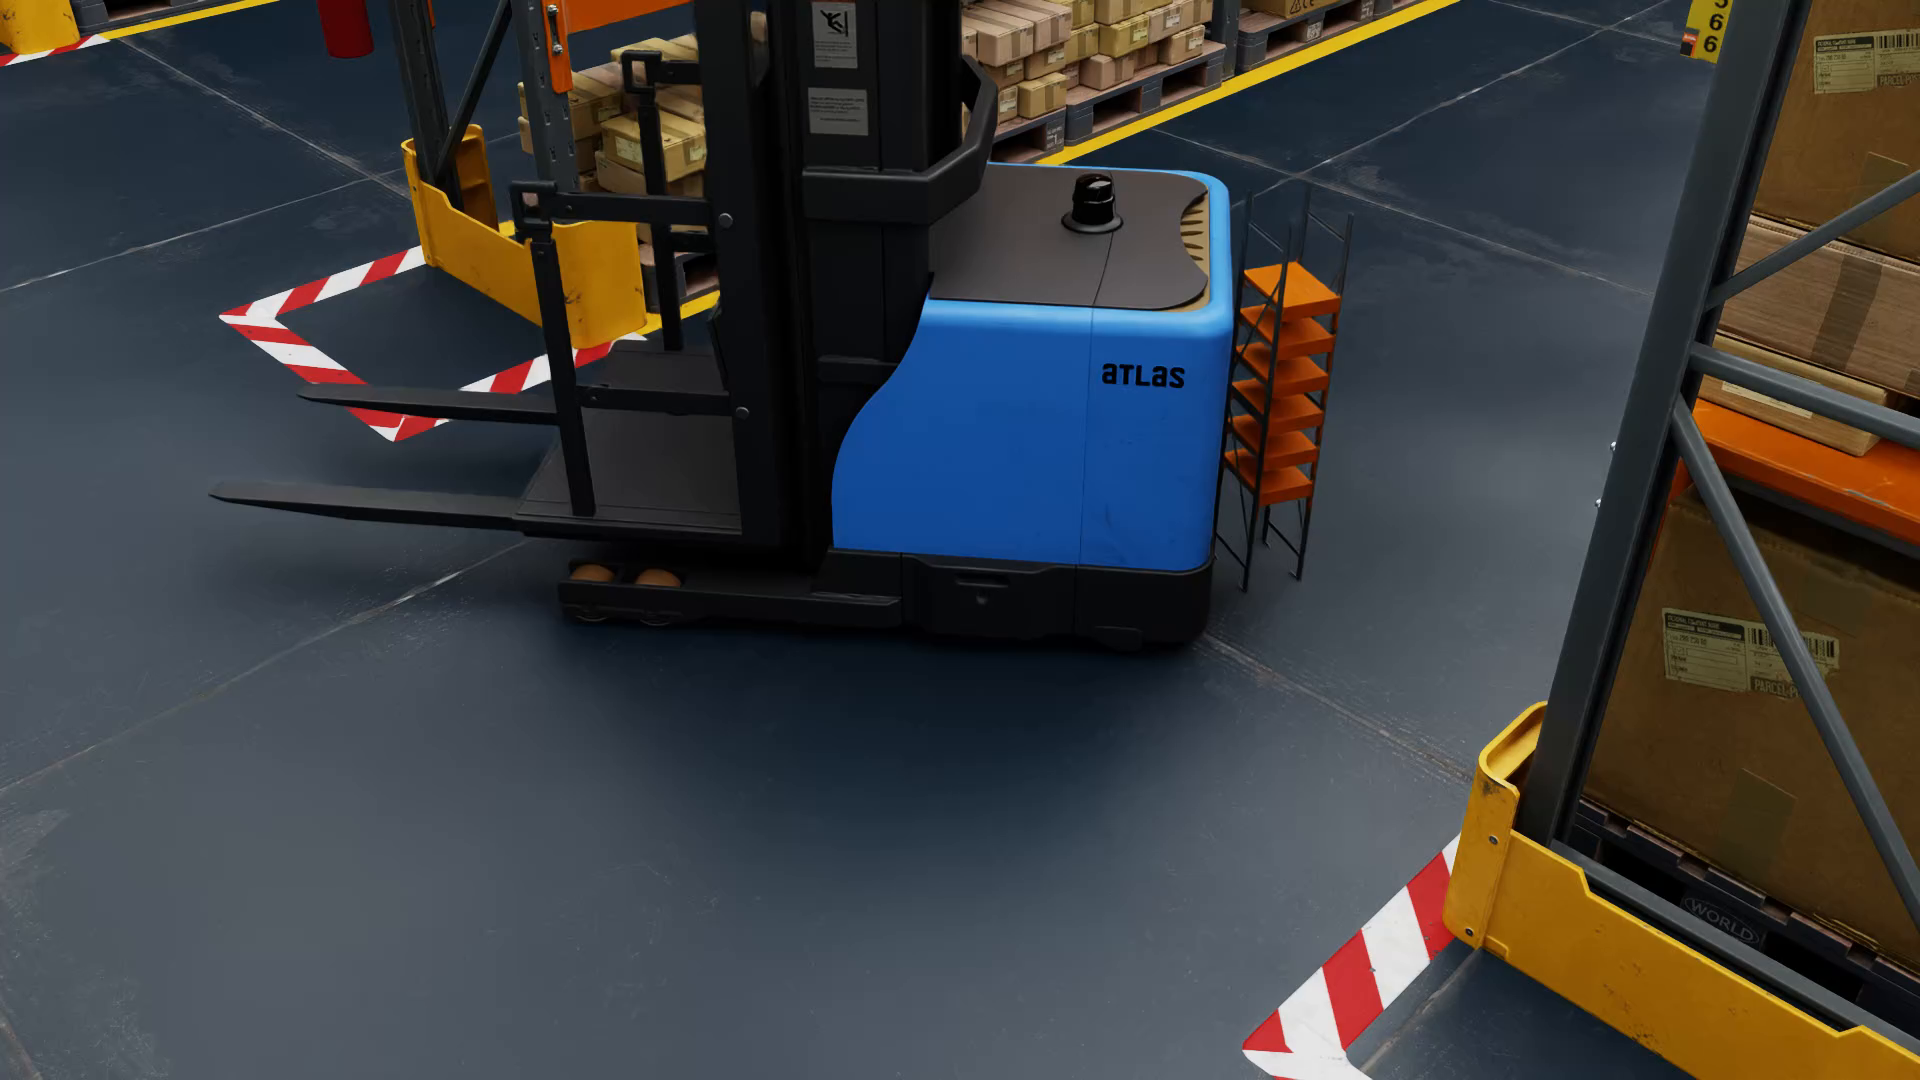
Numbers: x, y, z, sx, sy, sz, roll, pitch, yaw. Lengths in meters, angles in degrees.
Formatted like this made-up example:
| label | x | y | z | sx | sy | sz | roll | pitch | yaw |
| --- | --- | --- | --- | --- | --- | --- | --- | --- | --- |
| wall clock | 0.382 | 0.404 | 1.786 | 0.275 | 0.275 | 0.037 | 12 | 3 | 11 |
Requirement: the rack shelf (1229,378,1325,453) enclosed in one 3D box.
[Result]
| label | x | y | z | sx | sy | sz | roll | pitch | yaw |
| --- | --- | --- | --- | --- | --- | --- | --- | --- | --- |
| rack shelf | 0.909 | -0.374 | 4.815 | 0.180 | 0.103 | 0.258 | -12 | 37 | -16 |

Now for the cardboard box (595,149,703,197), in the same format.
| label | x | y | z | sx | sy | sz | roll | pitch | yaw |
| --- | --- | --- | --- | --- | --- | --- | --- | --- | --- |
| cardboard box | -1.226 | -1.443 | 6.561 | 0.250 | 0.149 | 0.380 | -28 | 44 | -34 |

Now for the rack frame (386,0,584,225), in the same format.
| label | x | y | z | sx | sy | sz | roll | pitch | yaw |
| --- | --- | --- | --- | --- | --- | --- | --- | --- | --- |
| rack frame | -1.777 | -2.208 | 5.794 | 1.000 | 3.000 | 0.127 | 30 | 45 | 35 |

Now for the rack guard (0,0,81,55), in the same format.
| label | x | y | z | sx | sy | sz | roll | pitch | yaw |
| --- | --- | --- | --- | --- | --- | --- | --- | --- | --- |
| rack guard | -5.378 | -3.127 | 9.297 | 1.175 | 0.500 | 0.348 | 30 | 45 | 35 |

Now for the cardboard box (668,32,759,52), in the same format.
| label | x | y | z | sx | sy | sz | roll | pitch | yaw |
| --- | --- | --- | --- | --- | --- | --- | --- | --- | --- |
| cardboard box | -1.046 | -2.087 | 7.226 | 0.380 | 0.149 | 0.250 | 28 | 43 | 34 |

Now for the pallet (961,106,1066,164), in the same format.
| label | x | y | z | sx | sy | sz | roll | pitch | yaw |
| --- | --- | --- | --- | --- | --- | --- | --- | --- | --- |
| pallet | -0.267 | -1.904 | 7.795 | 1.003 | 0.211 | 1.213 | 30 | 45 | 35 |

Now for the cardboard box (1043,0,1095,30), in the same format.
| label | x | y | z | sx | sy | sz | roll | pitch | yaw |
| --- | --- | --- | --- | --- | --- | --- | --- | --- | --- |
| cardboard box | 0.415 | -2.532 | 7.864 | 0.250 | 0.149 | 0.380 | -28 | 44 | -34 |

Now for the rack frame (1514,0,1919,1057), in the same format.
| label | x | y | z | sx | sy | sz | roll | pitch | yaw |
| --- | --- | --- | --- | --- | --- | --- | --- | --- | --- |
| rack frame | 1.672 | -0.168 | 2.869 | 1.000 | 3.000 | 0.127 | 30 | 45 | 35 |

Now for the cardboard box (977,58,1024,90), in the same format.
| label | x | y | z | sx | sy | sz | roll | pitch | yaw |
| --- | --- | --- | --- | --- | --- | --- | --- | --- | --- |
| cardboard box | 0.072 | -2.196 | 7.642 | 0.380 | 0.149 | 0.250 | 27 | 43 | 33 |

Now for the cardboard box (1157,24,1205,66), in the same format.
| label | x | y | z | sx | sy | sz | roll | pitch | yaw |
| --- | --- | --- | --- | --- | --- | --- | --- | --- | --- |
| cardboard box | 1.007 | -2.539 | 8.393 | 0.250 | 0.149 | 0.380 | -29 | 44 | -35 |

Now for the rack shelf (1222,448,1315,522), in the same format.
| label | x | y | z | sx | sy | sz | roll | pitch | yaw |
| --- | --- | --- | --- | --- | --- | --- | --- | --- | --- |
| rack shelf | 0.909 | -0.177 | 4.952 | 0.180 | 0.103 | 0.258 | -12 | 37 | -16 |

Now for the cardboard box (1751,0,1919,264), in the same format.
| label | x | y | z | sx | sy | sz | roll | pitch | yaw |
| --- | --- | --- | --- | --- | --- | --- | --- | --- | --- |
| cardboard box | 1.828 | -0.840 | 3.048 | 0.500 | 0.500 | 0.500 | -29 | 44 | -35 |

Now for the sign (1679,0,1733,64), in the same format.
| label | x | y | z | sx | sy | sz | roll | pitch | yaw |
| --- | --- | --- | --- | --- | --- | --- | --- | --- | --- |
| sign | 1.296 | -0.965 | 2.792 | 0.100 | 0.325 | 0.005 | 30 | 45 | 35 |

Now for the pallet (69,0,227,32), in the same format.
| label | x | y | z | sx | sy | sz | roll | pitch | yaw |
| --- | --- | --- | --- | --- | --- | --- | --- | --- | --- |
| pallet | -4.853 | -3.375 | 9.905 | 1.003 | 0.211 | 1.213 | 30 | 45 | 35 |

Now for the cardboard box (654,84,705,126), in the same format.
| label | x | y | z | sx | sy | sz | roll | pitch | yaw |
| --- | --- | --- | --- | --- | --- | --- | --- | --- | --- |
| cardboard box | -1.058 | -1.692 | 6.658 | 0.250 | 0.149 | 0.380 | -29 | 44 | -35 |

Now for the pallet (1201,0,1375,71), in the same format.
| label | x | y | z | sx | sy | sz | roll | pitch | yaw |
| --- | --- | --- | --- | --- | --- | --- | --- | --- | --- |
| pallet | 1.589 | -3.005 | 9.374 | 1.003 | 0.211 | 1.213 | 30 | 45 | 35 |

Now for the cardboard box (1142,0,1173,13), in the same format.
| label | x | y | z | sx | sy | sz | roll | pitch | yaw |
| --- | --- | --- | --- | --- | --- | --- | --- | --- | --- |
| cardboard box | 0.823 | -2.710 | 8.119 | 0.250 | 0.149 | 0.380 | -29 | 44 | -35 |

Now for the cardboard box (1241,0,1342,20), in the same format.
| label | x | y | z | sx | sy | sz | roll | pitch | yaw |
| --- | --- | --- | --- | --- | --- | --- | --- | --- | --- |
| cardboard box | 1.750 | -3.172 | 8.995 | 0.500 | 0.500 | 0.500 | -28 | 44 | -34 |

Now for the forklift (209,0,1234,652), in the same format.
| label | x | y | z | sx | sy | sz | roll | pitch | yaw |
| --- | --- | --- | --- | --- | --- | --- | --- | --- | --- |
| forklift | -0.745 | -1.245 | 4.473 | 3.031 | 2.935 | 1.130 | 4 | 35 | 6 |

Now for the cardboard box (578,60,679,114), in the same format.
| label | x | y | z | sx | sy | sz | roll | pitch | yaw |
| --- | --- | --- | --- | --- | --- | --- | --- | --- | --- |
| cardboard box | -1.366 | -1.851 | 6.887 | 0.250 | 0.149 | 0.380 | -29 | 44 | -35 |

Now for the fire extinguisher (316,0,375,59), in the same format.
| label | x | y | z | sx | sy | sz | roll | pitch | yaw |
| --- | --- | --- | --- | --- | --- | --- | --- | --- | --- |
| fire extinguisher | -2.282 | -2.108 | 6.043 | 0.296 | 0.674 | 0.183 | 30 | 45 | 35 |

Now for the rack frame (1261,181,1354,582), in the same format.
| label | x | y | z | sx | sy | sz | roll | pitch | yaw |
| --- | --- | --- | --- | --- | --- | --- | --- | --- | --- |
| rack frame | 0.995 | -0.428 | 4.815 | 0.006 | 1.200 | 0.240 | -12 | 37 | -16 |

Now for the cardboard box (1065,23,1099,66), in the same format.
| label | x | y | z | sx | sy | sz | roll | pitch | yaw |
| --- | --- | --- | --- | --- | --- | --- | --- | --- | --- |
| cardboard box | 0.441 | -2.408 | 7.946 | 0.250 | 0.149 | 0.380 | -29 | 44 | -35 |

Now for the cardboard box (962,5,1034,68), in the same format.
| label | x | y | z | sx | sy | sz | roll | pitch | yaw |
| --- | --- | --- | --- | --- | --- | --- | --- | --- | --- |
| cardboard box | 0.108 | -2.271 | 7.489 | 0.380 | 0.149 | 0.250 | 28 | 44 | 34 |

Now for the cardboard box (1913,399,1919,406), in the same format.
| label | x | y | z | sx | sy | sz | roll | pitch | yaw |
| --- | --- | --- | --- | --- | --- | --- | --- | --- | --- |
| cardboard box | 1.871 | -0.449 | 3.491 | 0.250 | 0.149 | 0.380 | -29 | 44 | -35 |

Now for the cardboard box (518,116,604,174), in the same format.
| label | x | y | z | sx | sy | sz | roll | pitch | yaw |
| --- | --- | --- | --- | --- | --- | --- | --- | --- | --- |
| cardboard box | -1.608 | -1.663 | 6.877 | 0.380 | 0.149 | 0.250 | 28 | 44 | 34 |

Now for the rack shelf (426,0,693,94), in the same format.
| label | x | y | z | sx | sy | sz | roll | pitch | yaw |
| --- | --- | --- | --- | --- | --- | --- | --- | --- | --- |
| rack shelf | -0.368 | -2.725 | 7.164 | 1.077 | 0.370 | 4.000 | 30 | 45 | 35 |

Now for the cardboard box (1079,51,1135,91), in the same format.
| label | x | y | z | sx | sy | sz | roll | pitch | yaw |
| --- | --- | --- | --- | --- | --- | --- | --- | --- | --- |
| cardboard box | 0.624 | -2.334 | 8.099 | 0.380 | 0.149 | 0.250 | 28 | 44 | 34 |

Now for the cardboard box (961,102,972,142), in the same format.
| label | x | y | z | sx | sy | sz | roll | pitch | yaw |
| --- | --- | --- | --- | --- | --- | --- | --- | --- | --- |
| cardboard box | -0.100 | -1.928 | 7.518 | 0.380 | 0.149 | 0.250 | 30 | 45 | 35 |

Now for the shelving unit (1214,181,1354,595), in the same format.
| label | x | y | z | sx | sy | sz | roll | pitch | yaw |
| --- | --- | --- | --- | --- | --- | --- | --- | --- | --- |
| shelving unit | 0.909 | -0.411 | 4.790 | 0.189 | 1.200 | 0.258 | -12 | 37 | -16 |

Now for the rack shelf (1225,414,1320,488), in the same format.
| label | x | y | z | sx | sy | sz | roll | pitch | yaw |
| --- | --- | --- | --- | --- | --- | --- | --- | --- | --- |
| rack shelf | 0.909 | -0.276 | 4.884 | 0.180 | 0.103 | 0.258 | -12 | 37 | -16 |

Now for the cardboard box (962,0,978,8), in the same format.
| label | x | y | z | sx | sy | sz | roll | pitch | yaw |
| --- | --- | --- | --- | --- | --- | --- | --- | --- | --- |
| cardboard box | -0.133 | -2.627 | 7.999 | 0.250 | 0.149 | 0.380 | -29 | 44 | -35 |

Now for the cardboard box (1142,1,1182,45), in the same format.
| label | x | y | z | sx | sy | sz | roll | pitch | yaw |
| --- | --- | --- | --- | --- | --- | --- | --- | --- | --- |
| cardboard box | 0.863 | -2.586 | 8.201 | 0.380 | 0.149 | 0.250 | 27 | 43 | 33 |

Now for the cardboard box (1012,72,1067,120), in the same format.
| label | x | y | z | sx | sy | sz | roll | pitch | yaw |
| --- | --- | --- | --- | --- | --- | --- | --- | --- | --- |
| cardboard box | 0.278 | -2.118 | 7.790 | 0.380 | 0.149 | 0.250 | 29 | 44 | 35 |
